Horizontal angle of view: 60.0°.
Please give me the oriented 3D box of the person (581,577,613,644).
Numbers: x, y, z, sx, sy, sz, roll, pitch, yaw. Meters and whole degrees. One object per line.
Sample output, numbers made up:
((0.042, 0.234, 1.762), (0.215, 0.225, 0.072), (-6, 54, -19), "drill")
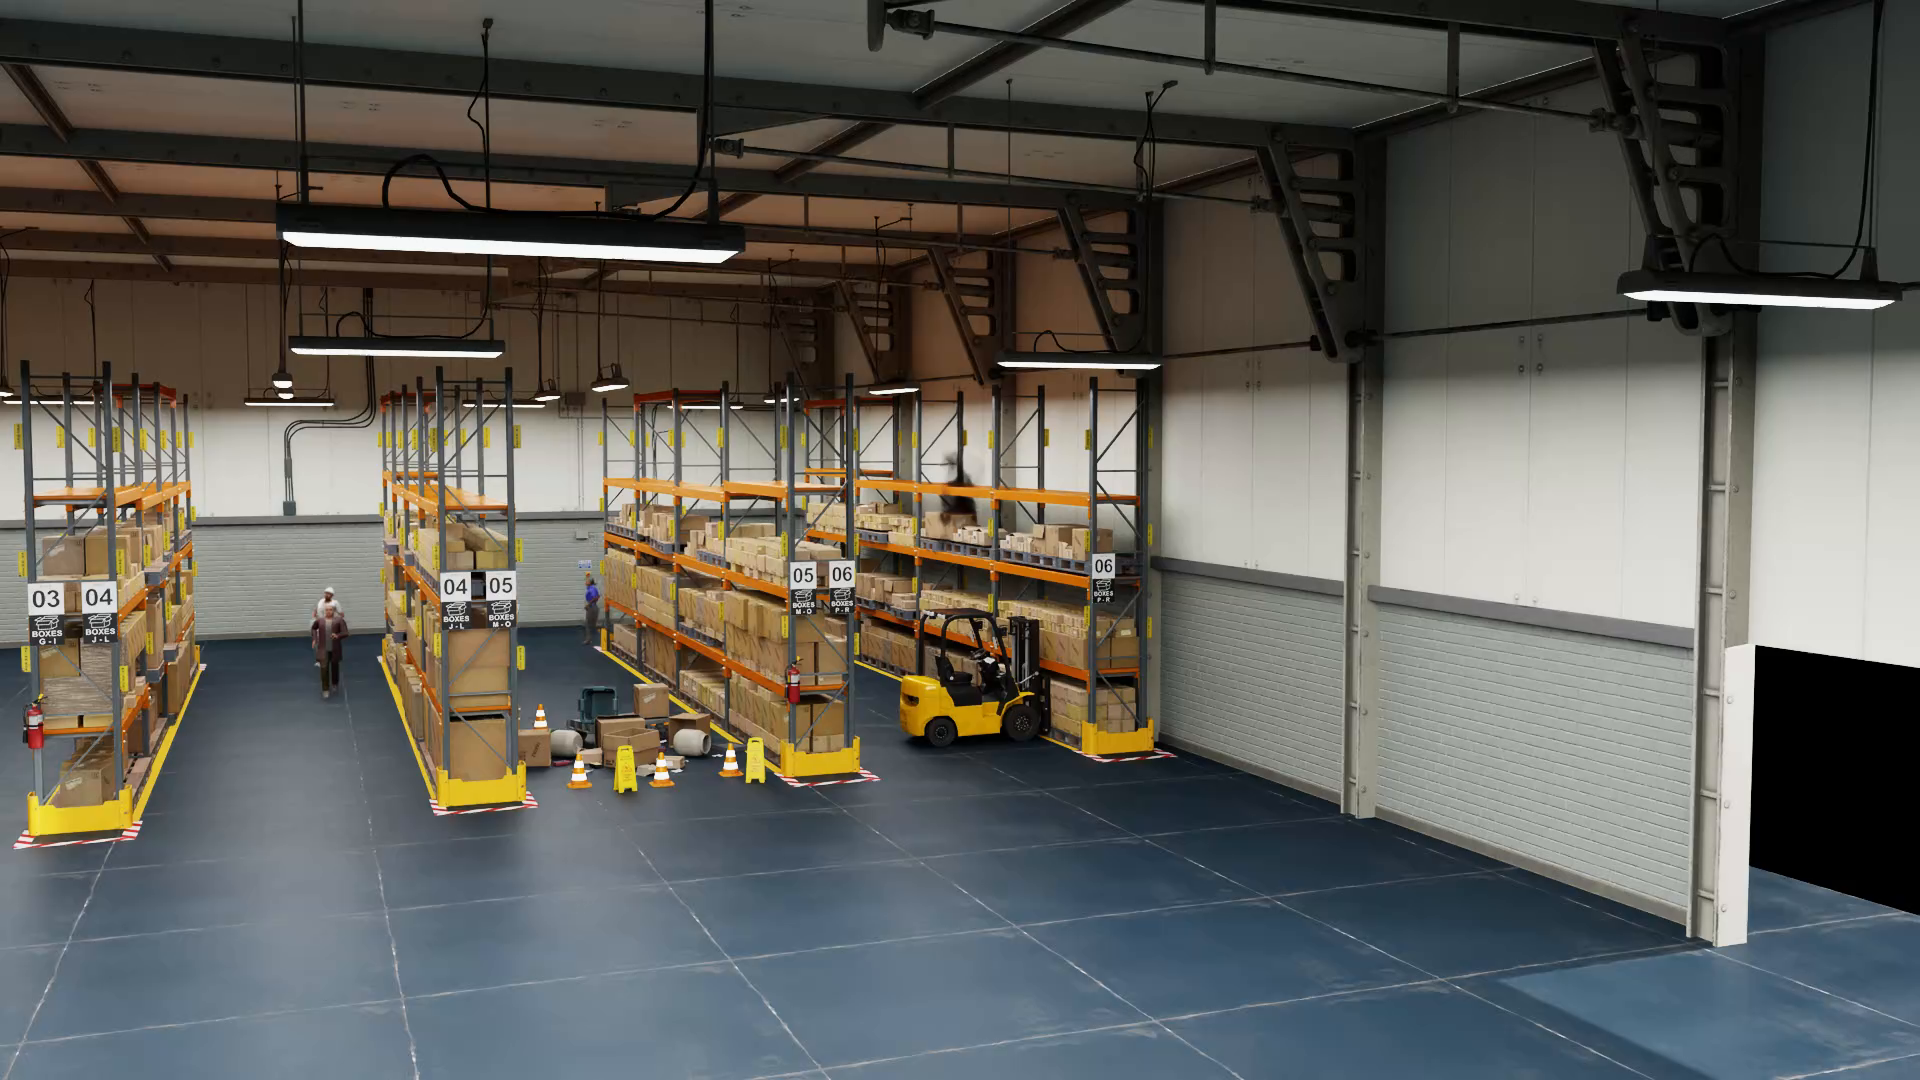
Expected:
((-8.909, 1.737, 40.768), (0.769, 1.660, 0.590), (-1, 4, -11), "person")

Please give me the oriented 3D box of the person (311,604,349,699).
((-12.264, 2.136, 32.361), (0.708, 1.778, 1.031), (-1, 4, -17), "person")

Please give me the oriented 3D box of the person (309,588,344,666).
((-14.071, 1.919, 36.991), (0.747, 1.733, 0.557), (1, 4, 12), "person")
